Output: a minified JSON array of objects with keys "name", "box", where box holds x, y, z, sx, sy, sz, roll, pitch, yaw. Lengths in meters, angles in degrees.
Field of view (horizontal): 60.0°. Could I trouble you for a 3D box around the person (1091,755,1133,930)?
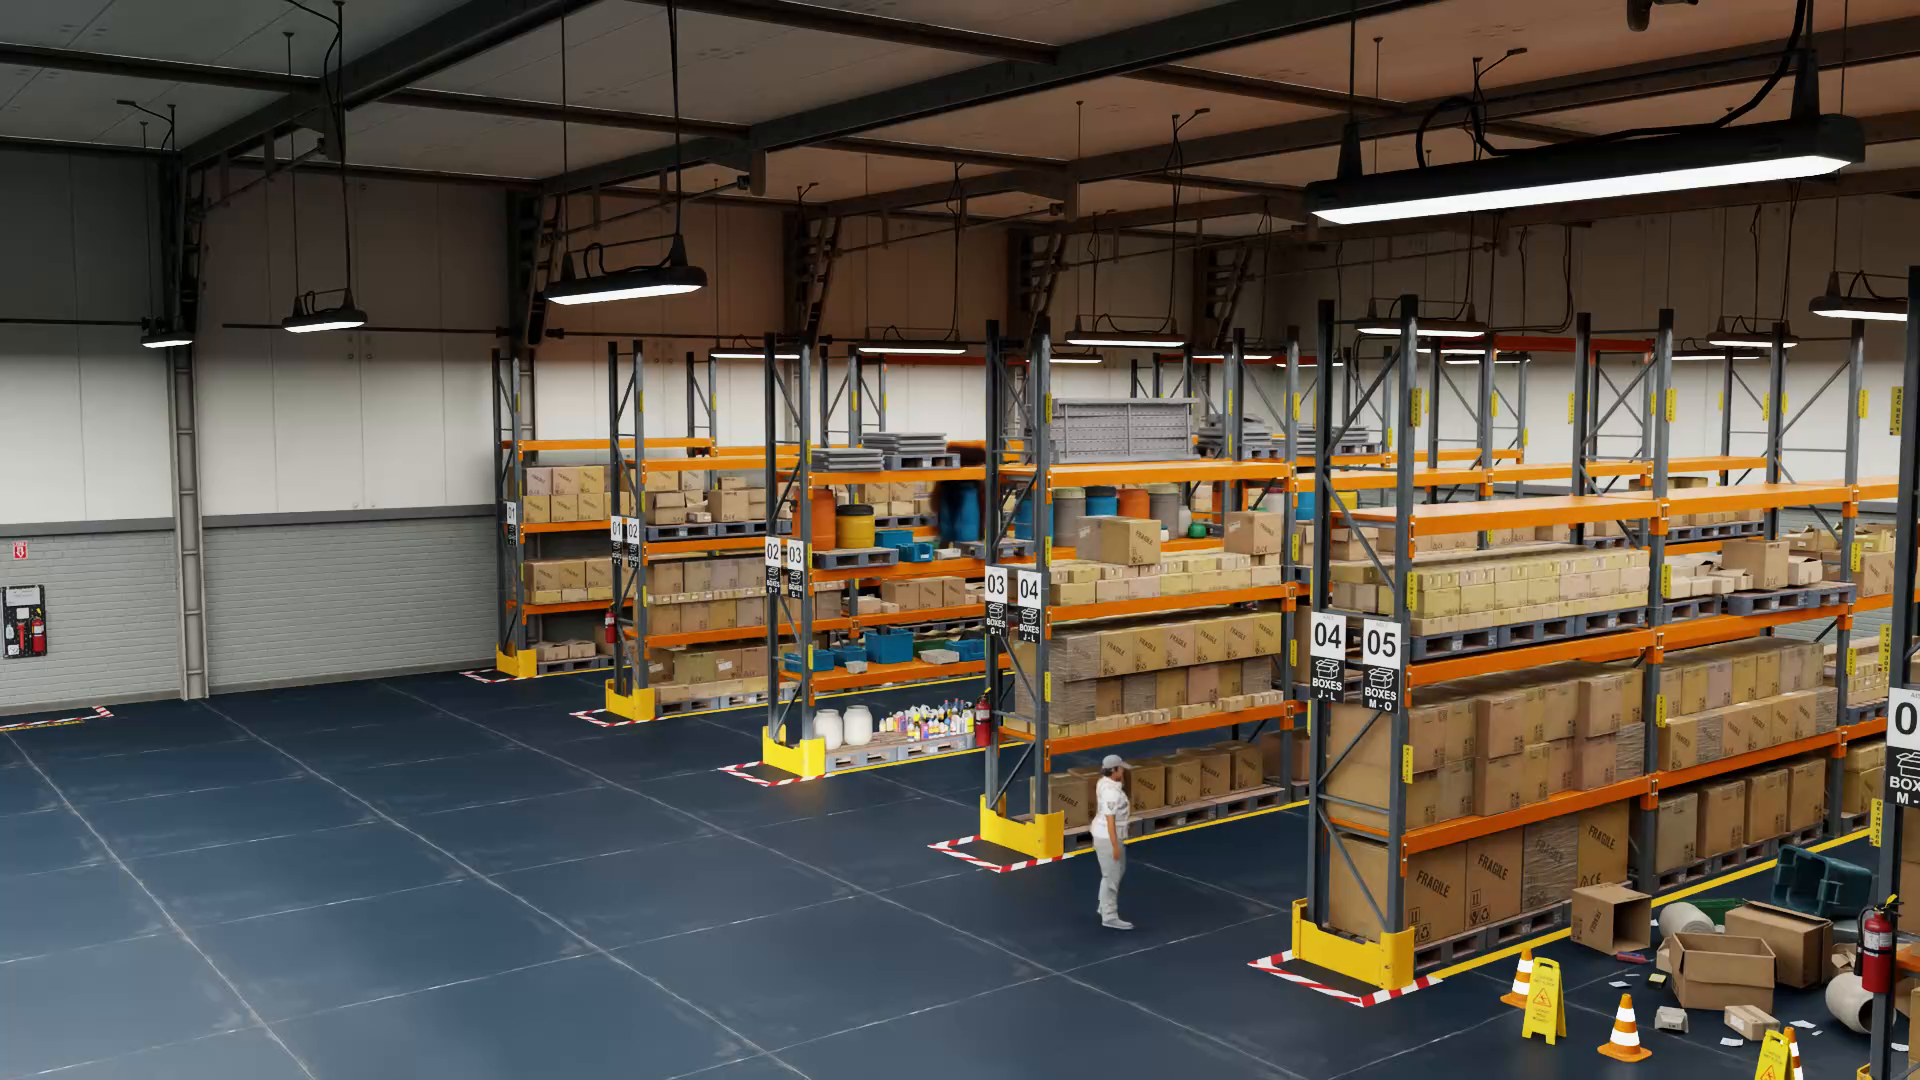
[{"name":"person","box":[1.478,2.958,16.187,0.412,1.751,0.536,0,5,3]}]
